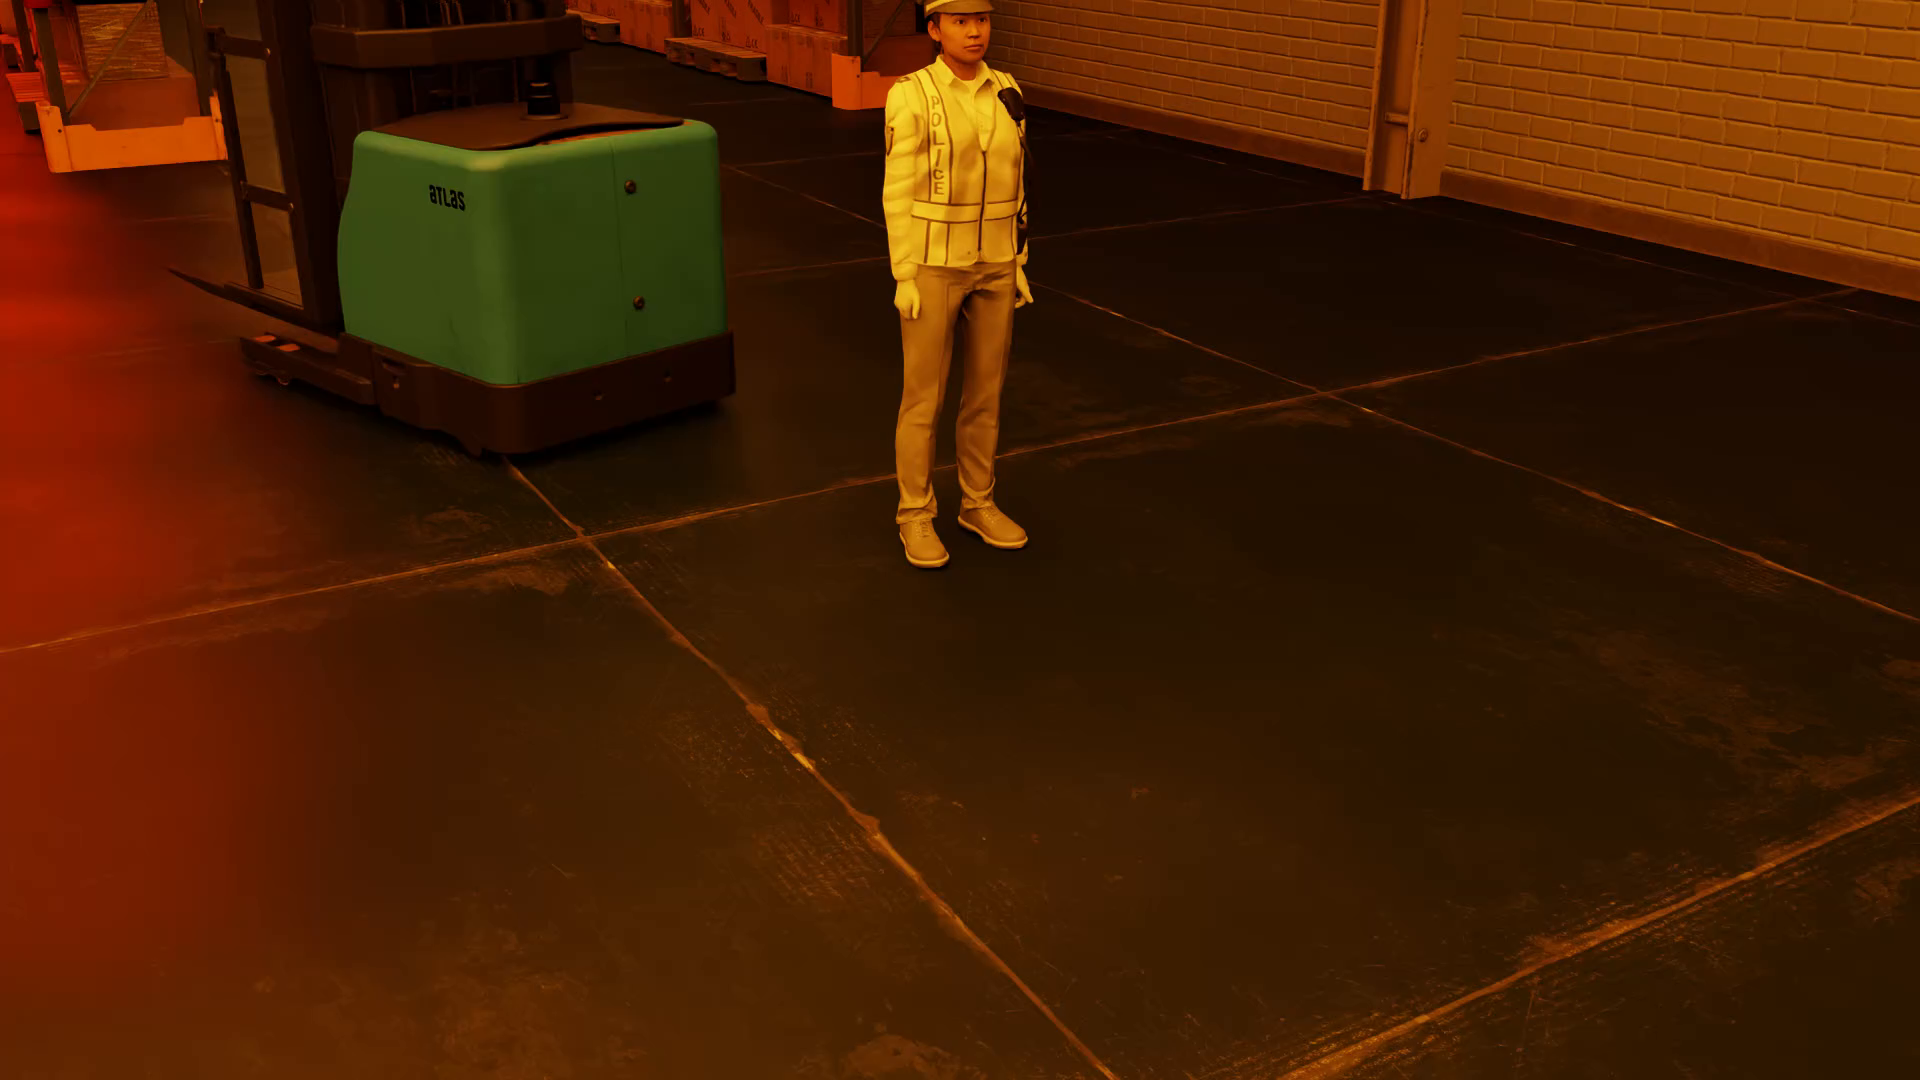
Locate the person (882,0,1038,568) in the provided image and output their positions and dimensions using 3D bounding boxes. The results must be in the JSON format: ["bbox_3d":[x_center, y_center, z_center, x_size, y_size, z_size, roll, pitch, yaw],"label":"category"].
[{"bbox_3d":[0.005,-0.782,4.817,0.461,1.694,0.354,-12,25,-28],"label":"person"}]

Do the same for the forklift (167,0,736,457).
[{"bbox_3d":[-2.278,-2.100,6.391,3.031,2.935,1.130,19,29,39],"label":"forklift"}]
